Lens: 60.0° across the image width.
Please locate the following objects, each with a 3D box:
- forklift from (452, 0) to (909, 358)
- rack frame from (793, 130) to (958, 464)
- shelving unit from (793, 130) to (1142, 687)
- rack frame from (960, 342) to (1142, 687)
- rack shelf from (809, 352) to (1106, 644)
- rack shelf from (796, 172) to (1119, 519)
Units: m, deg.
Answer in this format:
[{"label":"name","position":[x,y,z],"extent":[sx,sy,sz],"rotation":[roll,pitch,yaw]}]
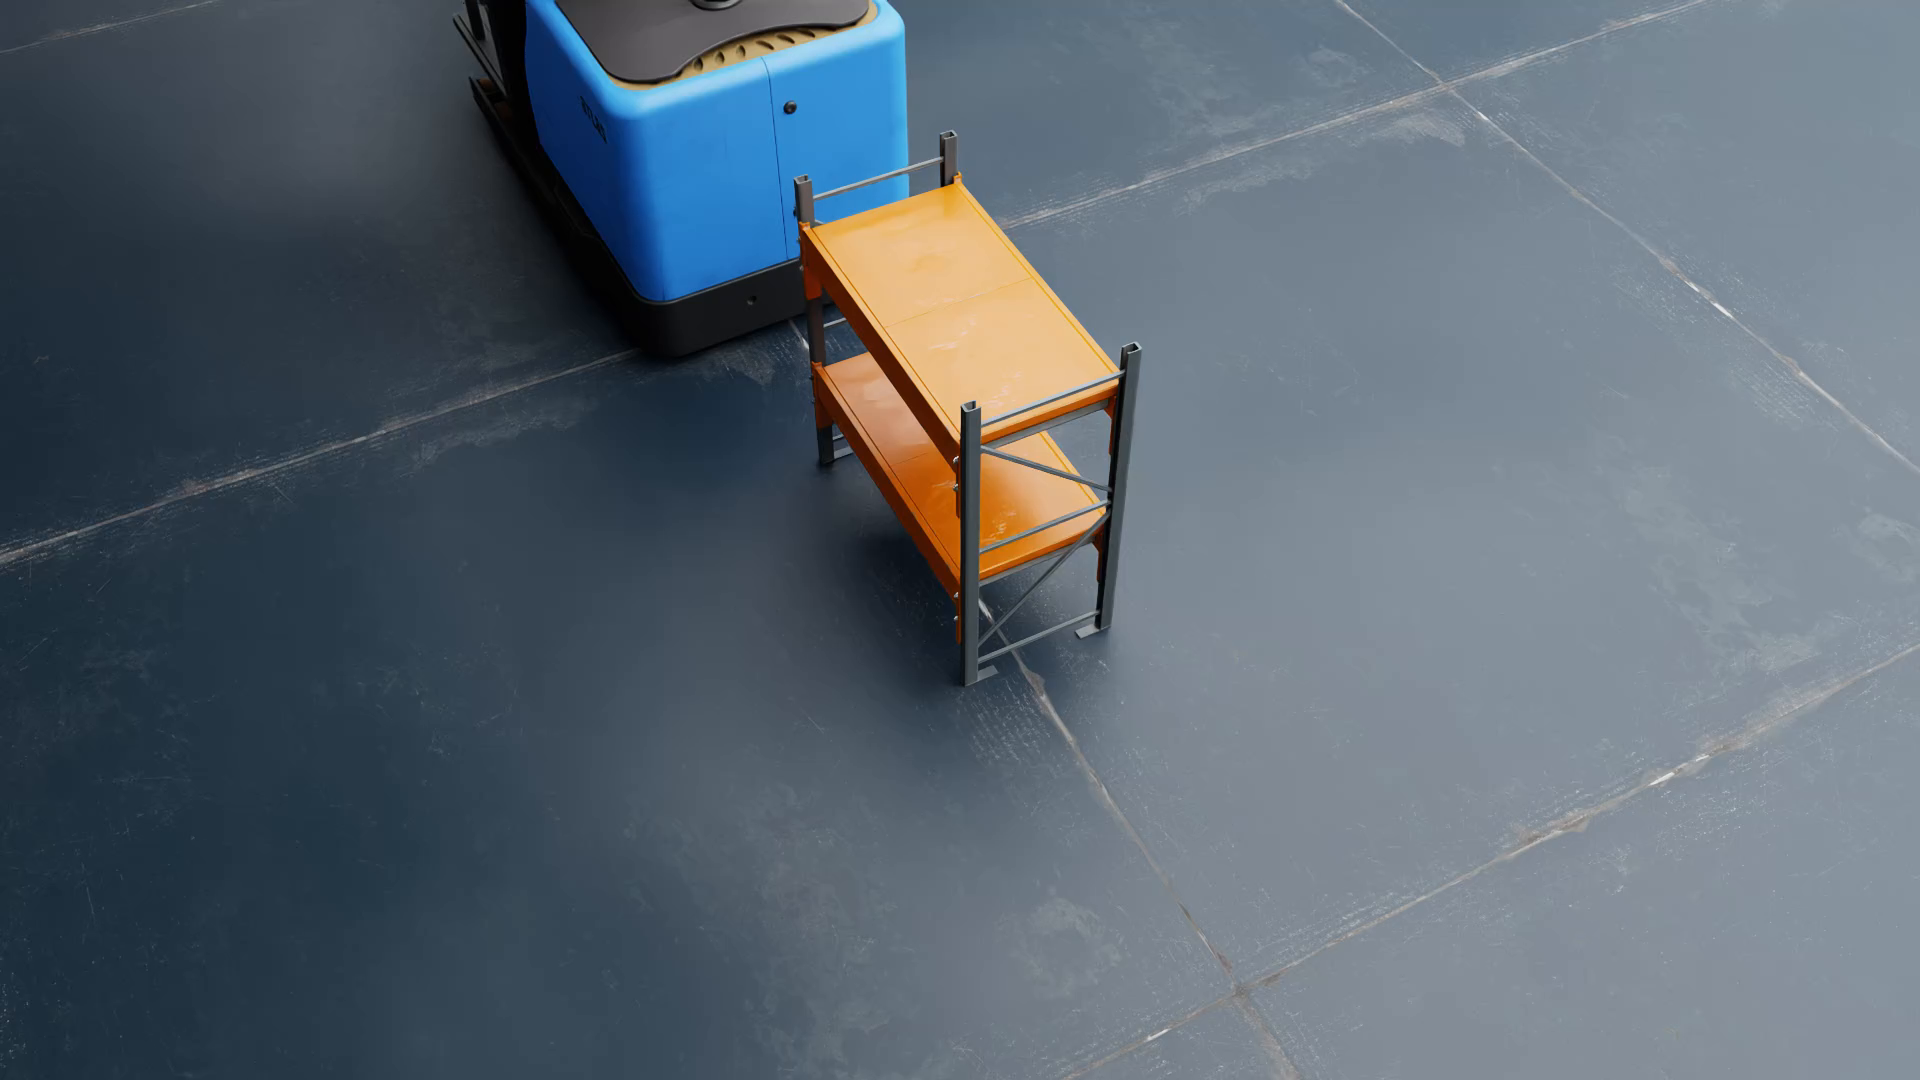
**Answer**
[{"label":"forklift","position":[-1.315,-2.701,5.666],"extent":[1.130,2.935,3.031],"rotation":[-23,53,-19]},{"label":"rack frame","position":[-0.236,-0.715,5.128],"extent":[0.500,1.125,0.032],"rotation":[-21,52,-18]},{"label":"shelving unit","position":[-0.003,-0.375,4.831],"extent":[0.538,1.125,1.048],"rotation":[-21,52,-18]},{"label":"rack frame","position":[0.230,-0.035,4.533],"extent":[0.500,1.125,0.032],"rotation":[-21,52,-18]},{"label":"rack shelf","position":[-0.003,-0.214,5.015],"extent":[0.538,0.278,1.000],"rotation":[-21,52,-18]},{"label":"rack shelf","position":[-0.003,-0.568,4.610],"extent":[0.538,0.278,1.000],"rotation":[-21,52,-18]}]
